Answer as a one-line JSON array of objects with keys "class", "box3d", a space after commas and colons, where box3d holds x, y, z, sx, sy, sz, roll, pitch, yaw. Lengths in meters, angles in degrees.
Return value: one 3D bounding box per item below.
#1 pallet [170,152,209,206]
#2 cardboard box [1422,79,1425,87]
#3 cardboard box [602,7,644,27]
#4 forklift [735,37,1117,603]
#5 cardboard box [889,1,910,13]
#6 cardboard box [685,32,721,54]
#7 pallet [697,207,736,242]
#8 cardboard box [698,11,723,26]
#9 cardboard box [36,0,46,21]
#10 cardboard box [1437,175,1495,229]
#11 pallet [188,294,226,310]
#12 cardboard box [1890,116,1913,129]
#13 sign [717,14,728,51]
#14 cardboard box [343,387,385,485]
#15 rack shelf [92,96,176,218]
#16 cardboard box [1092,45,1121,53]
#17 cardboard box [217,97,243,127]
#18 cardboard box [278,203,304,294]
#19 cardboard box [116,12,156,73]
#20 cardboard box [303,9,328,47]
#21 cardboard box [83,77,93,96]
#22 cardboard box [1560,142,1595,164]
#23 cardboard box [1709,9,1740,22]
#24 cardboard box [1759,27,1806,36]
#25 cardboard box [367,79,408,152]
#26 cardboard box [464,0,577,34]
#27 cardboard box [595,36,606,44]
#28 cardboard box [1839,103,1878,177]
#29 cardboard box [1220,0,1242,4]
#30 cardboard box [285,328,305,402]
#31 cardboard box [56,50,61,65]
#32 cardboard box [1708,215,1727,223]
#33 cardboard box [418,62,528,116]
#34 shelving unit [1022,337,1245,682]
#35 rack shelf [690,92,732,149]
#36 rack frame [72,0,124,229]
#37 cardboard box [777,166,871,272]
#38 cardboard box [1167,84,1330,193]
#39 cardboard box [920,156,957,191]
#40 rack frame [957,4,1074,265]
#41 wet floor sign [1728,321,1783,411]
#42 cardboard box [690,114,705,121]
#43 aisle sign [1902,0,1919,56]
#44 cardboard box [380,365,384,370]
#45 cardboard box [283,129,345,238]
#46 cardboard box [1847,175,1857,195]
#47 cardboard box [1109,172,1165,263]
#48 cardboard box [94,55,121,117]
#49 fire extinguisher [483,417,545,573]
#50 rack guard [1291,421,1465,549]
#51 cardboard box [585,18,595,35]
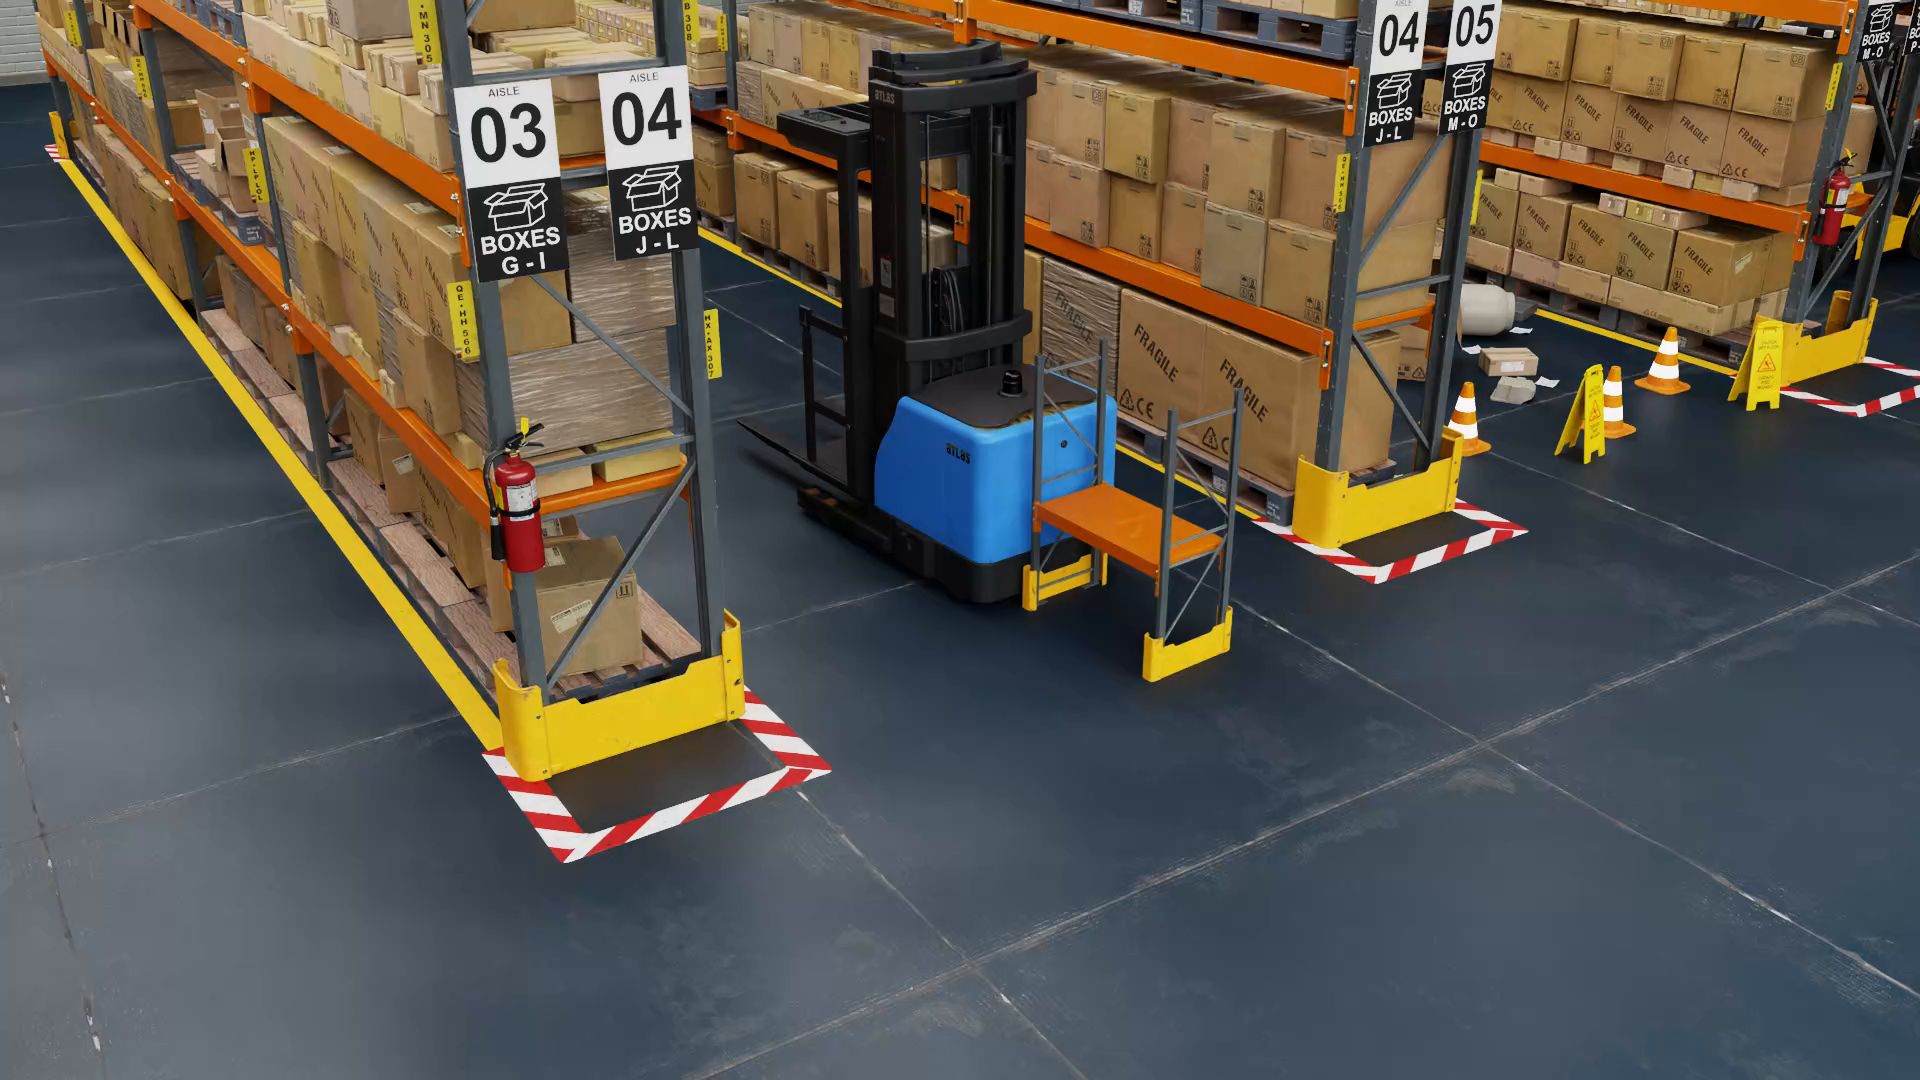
[{"class": "pallet", "box3d": [-5.491, -2.921, 13.148, 1.213, 0.211, 1.003, -16, 29, -30]}, {"class": "cardboard box", "box3d": [4.481, -4.464, 15.995, 0.380, 0.149, 0.250, -15, 29, -29]}, {"class": "cardboard box", "box3d": [-3.543, -5.514, 17.521, 0.380, 0.149, 0.250, -16, 30, -30]}, {"class": "forklift", "box3d": [-0.377, -1.538, 10.074, 1.130, 2.935, 3.031, -18, 31, -33]}, {"class": "cardboard box", "box3d": [-0.602, -7.312, 22.109, 0.500, 0.500, 0.500, -16, 30, -31]}, {"class": "cardboard box", "box3d": [-2.410, -4.771, 15.949, 0.380, 0.149, 0.250, -17, 30, -32]}, {"class": "pallet", "box3d": [-2.184, -3.376, 17.155, 1.003, 0.211, 1.213, -16, 29, -30]}, {"class": "cardboard box", "box3d": [-2.567, -5.383, 17.245, 0.380, 0.149, 0.250, -15, 29, -28]}, {"class": "cardboard box", "box3d": [-10.028, -6.092, 18.589, 0.500, 0.500, 0.500, -16, 30, -31]}, {"class": "cardboard box", "box3d": [4.613, -3.128, 15.213, 0.500, 0.500, 0.500, -14, 29, -27]}, {"class": "pallet", "box3d": [-6.336, -2.276, 14.825, 1.003, 0.211, 1.213, -16, 29, -30]}, {"class": "cardboard box", "box3d": [9.659, -4.181, 17.150, 0.500, 0.250, 0.500, -15, 29, -29]}, {"class": "sign", "box3d": [-2.208, -4.715, 15.462, 0.100, 0.325, 0.005, -16, 29, -30]}, {"class": "cardboard box", "box3d": [-3.601, -0.714, 10.685, 0.500, 0.500, 0.500, -17, 30, -31]}, {"class": "rack shelf", "box3d": [-7.061, -3.628, 15.264, 1.077, 0.370, 4.000, -16, 29, -30]}, {"class": "cardboard box", "box3d": [1.840, -5.600, 18.774, 0.500, 0.250, 0.500, -17, 30, -31]}, {"class": "cardboard box", "box3d": [-5.252, -3.113, 12.721, 0.700, 0.500, 0.500, -11, 27, -22]}, {"class": "cardboard box", "box3d": [-3.592, -1.811, 10.108, 0.875, 0.500, 0.500, -16, 29, -30]}, {"class": "cardboard box", "box3d": [-7.080, -4.474, 14.921, 0.797, 0.503, 0.637, -14, 29, -28]}, {"class": "cardboard box", "box3d": [-3.123, -2.630, 8.503, 0.380, 0.149, 0.250, -16, 30, -31]}, {"class": "cardboard box", "box3d": [-8.594, -4.588, 16.749, 0.380, 0.149, 0.250, -15, 29, -29]}, {"class": "cardboard box", "box3d": [5.272, -3.272, 13.962, 0.380, 0.149, 0.250, -16, 29, -30]}, {"class": "cardboard box", "box3d": [8.302, -5.684, 17.899, 0.380, 0.149, 0.250, -14, 29, -28]}, {"class": "cardboard box", "box3d": [8.698, -5.100, 17.423, 0.500, 0.500, 0.500, -16, 30, -31]}, {"class": "cardboard box", "box3d": [-2.353, -1.956, 7.542, 0.500, 0.250, 0.500, -15, 29, -29]}, {"class": "cardboard box", "box3d": [-2.186, -2.733, 7.960, 0.500, 0.500, 0.500, -16, 29, -30]}, {"class": "cardboard box", "box3d": [-3.687, -5.338, 17.847, 0.380, 0.149, 0.250, -15, 29, -29]}, {"class": "cardboard box", "box3d": [6.675, -3.100, 12.837, 0.500, 0.500, 0.500, -16, 30, -30]}, {"class": "cardboard box", "box3d": [1.728, -3.287, 9.870, 0.380, 0.149, 0.250, -15, 29, -29]}, {"class": "cardboard box", "box3d": [-4.347, -1.275, 11.850, 0.700, 0.500, 0.500, -16, 29, -30]}, {"class": "cardboard box", "box3d": [-9.715, -5.322, 18.305, 0.380, 0.149, 0.250, -16, 30, -30]}, {"class": "cardboard box", "box3d": [6.190, -2.519, 13.922, 0.500, 0.500, 0.500, -17, 30, -31]}, {"class": "cardboard box", "box3d": [-2.015, -1.872, 6.896, 0.380, 0.149, 0.250, -16, 29, -30]}, {"class": "shelving unit", "box3d": [0.906, -0.192, 8.901, 0.587, 1.500, 1.083, -18, 31, -33]}, {"class": "rack shelf", "box3d": [-2.850, -4.748, 17.636, 1.077, 0.370, 4.000, -16, 29, -30]}, {"class": "rack frame", "box3d": [-8.153, -4.668, 16.626, 1.000, 3.000, 0.127, -16, 29, -30]}, {"class": "cardboard box", "box3d": [-1.021, -2.979, 15.191, 1.050, 0.750, 0.750, -15, 29, -29]}, {"class": "cardboard box", "box3d": [1.870, -2.601, 10.806, 0.875, 0.550, 0.550, -16, 29, -30]}, {"class": "cardboard box", "box3d": [-0.083, -3.096, 13.178, 0.500, 0.500, 0.500, -16, 29, -30]}, {"class": "rack frame", "box3d": [0.425, -2.927, 12.936, 1.000, 3.000, 0.127, -16, 29, -30]}, {"class": "wet floor sign", "box3d": [5.908, -1.304, 12.256, 0.267, 0.644, 0.232, -6, 26, -12]}, {"class": "cardboard box", "box3d": [-2.900, -4.303, 17.410, 0.500, 0.250, 0.500, -15, 29, -28]}, {"class": "aisle sign", "box3d": [6.995, -3.912, 11.977, 0.394, 0.787, 0.004, -16, 29, -30]}, {"class": "cardboard box", "box3d": [-2.916, -0.934, 9.010, 0.380, 0.149, 0.250, -16, 29, -30]}, {"class": "cardboard box", "box3d": [-3.479, -2.040, 9.421, 0.500, 0.500, 0.500, -16, 29, -30]}, {"class": "cardboard box", "box3d": [6.689, -2.742, 12.839, 0.380, 0.149, 0.250, -15, 29, -29]}, {"class": "cardboard box", "box3d": [1.525, -2.287, 11.406, 0.875, 0.550, 0.500, -16, 29, -30]}, {"class": "cardboard box", "box3d": [-7.836, -4.311, 15.752, 0.500, 0.500, 0.500, -15, 29, -29]}, {"class": "fire extinguisher", "box3d": [-1.925, -0.193, 7.236, 0.296, 0.674, 0.183, -16, 29, -30]}, {"class": "rack guard", "box3d": [2.622, -0.357, 10.421, 1.175, 0.500, 0.348, -16, 29, -30]}, {"class": "cardboard box", "box3d": [-3.828, -5.567, 17.982, 0.380, 0.149, 0.250, -15, 29, -28]}]
